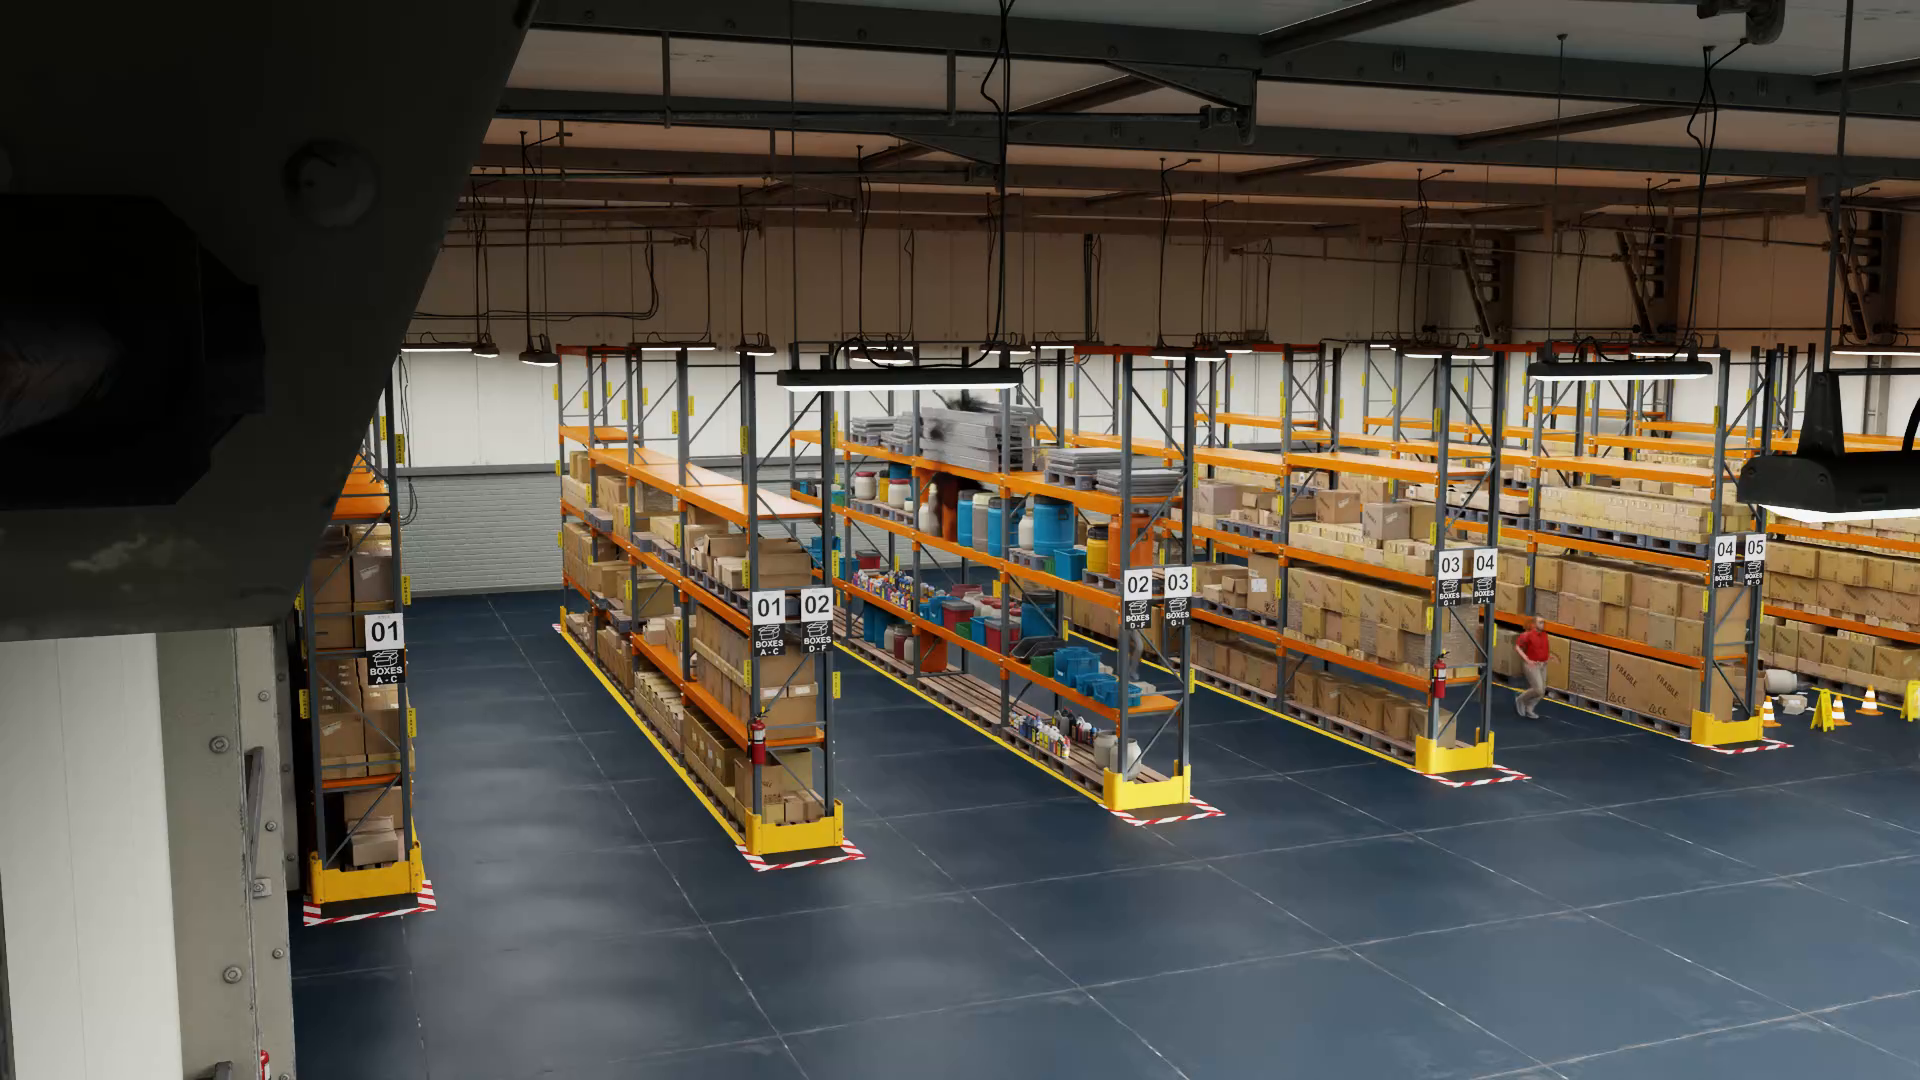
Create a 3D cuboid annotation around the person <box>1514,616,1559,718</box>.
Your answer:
[{"bbox_3d":[9.367,2.071,26.977,0.637,1.681,0.588,-4,8,-31],"label":"person"}]

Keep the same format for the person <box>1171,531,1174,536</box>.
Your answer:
[{"bbox_3d":[4.760,0.608,38.683,0.607,1.689,0.786,-1,7,-11],"label":"person"}]

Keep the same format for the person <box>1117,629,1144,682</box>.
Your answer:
[{"bbox_3d":[2.981,1.565,28.820,0.547,1.758,0.656,-4,9,-31],"label":"person"}]
